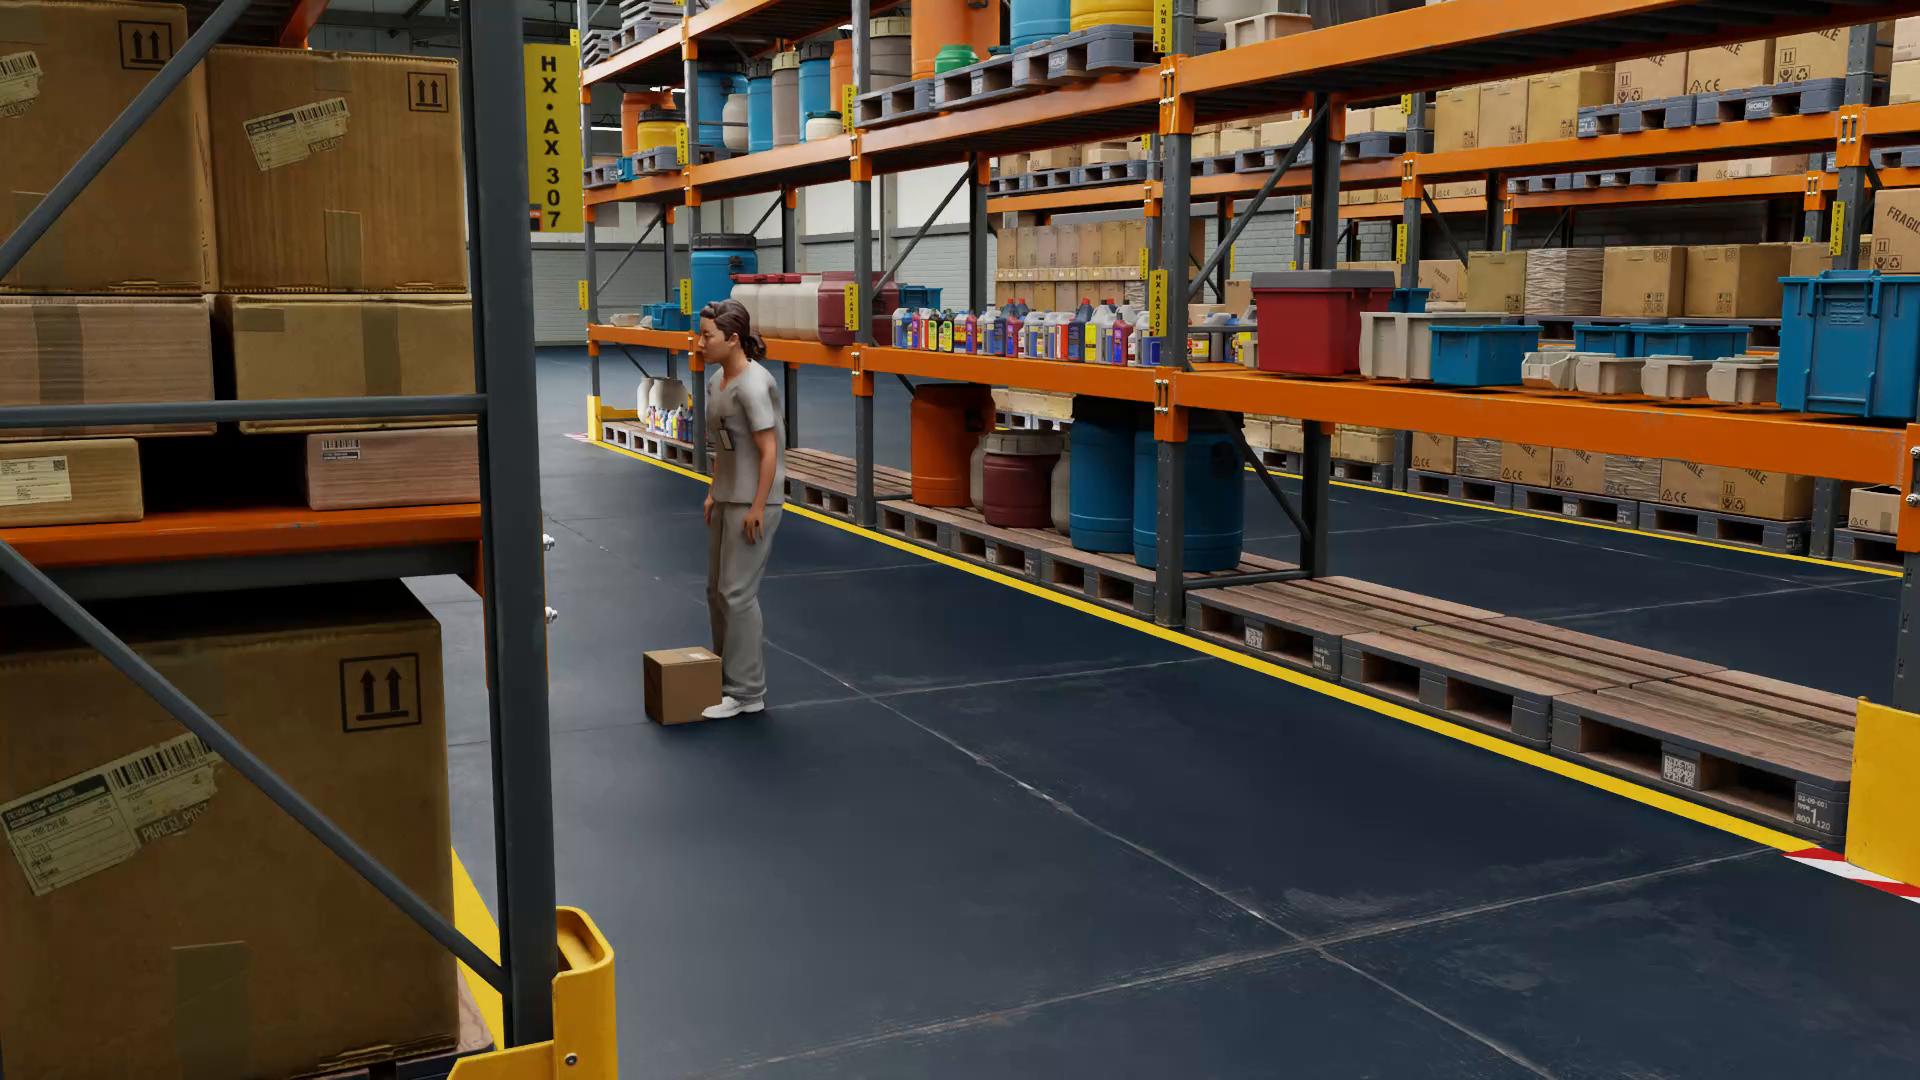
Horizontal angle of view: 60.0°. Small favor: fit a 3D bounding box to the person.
[{"bbox_3d":[-0.924,-0.131,6.718,0.415,1.671,0.514,-5,10,-29],"label":"person"}]
